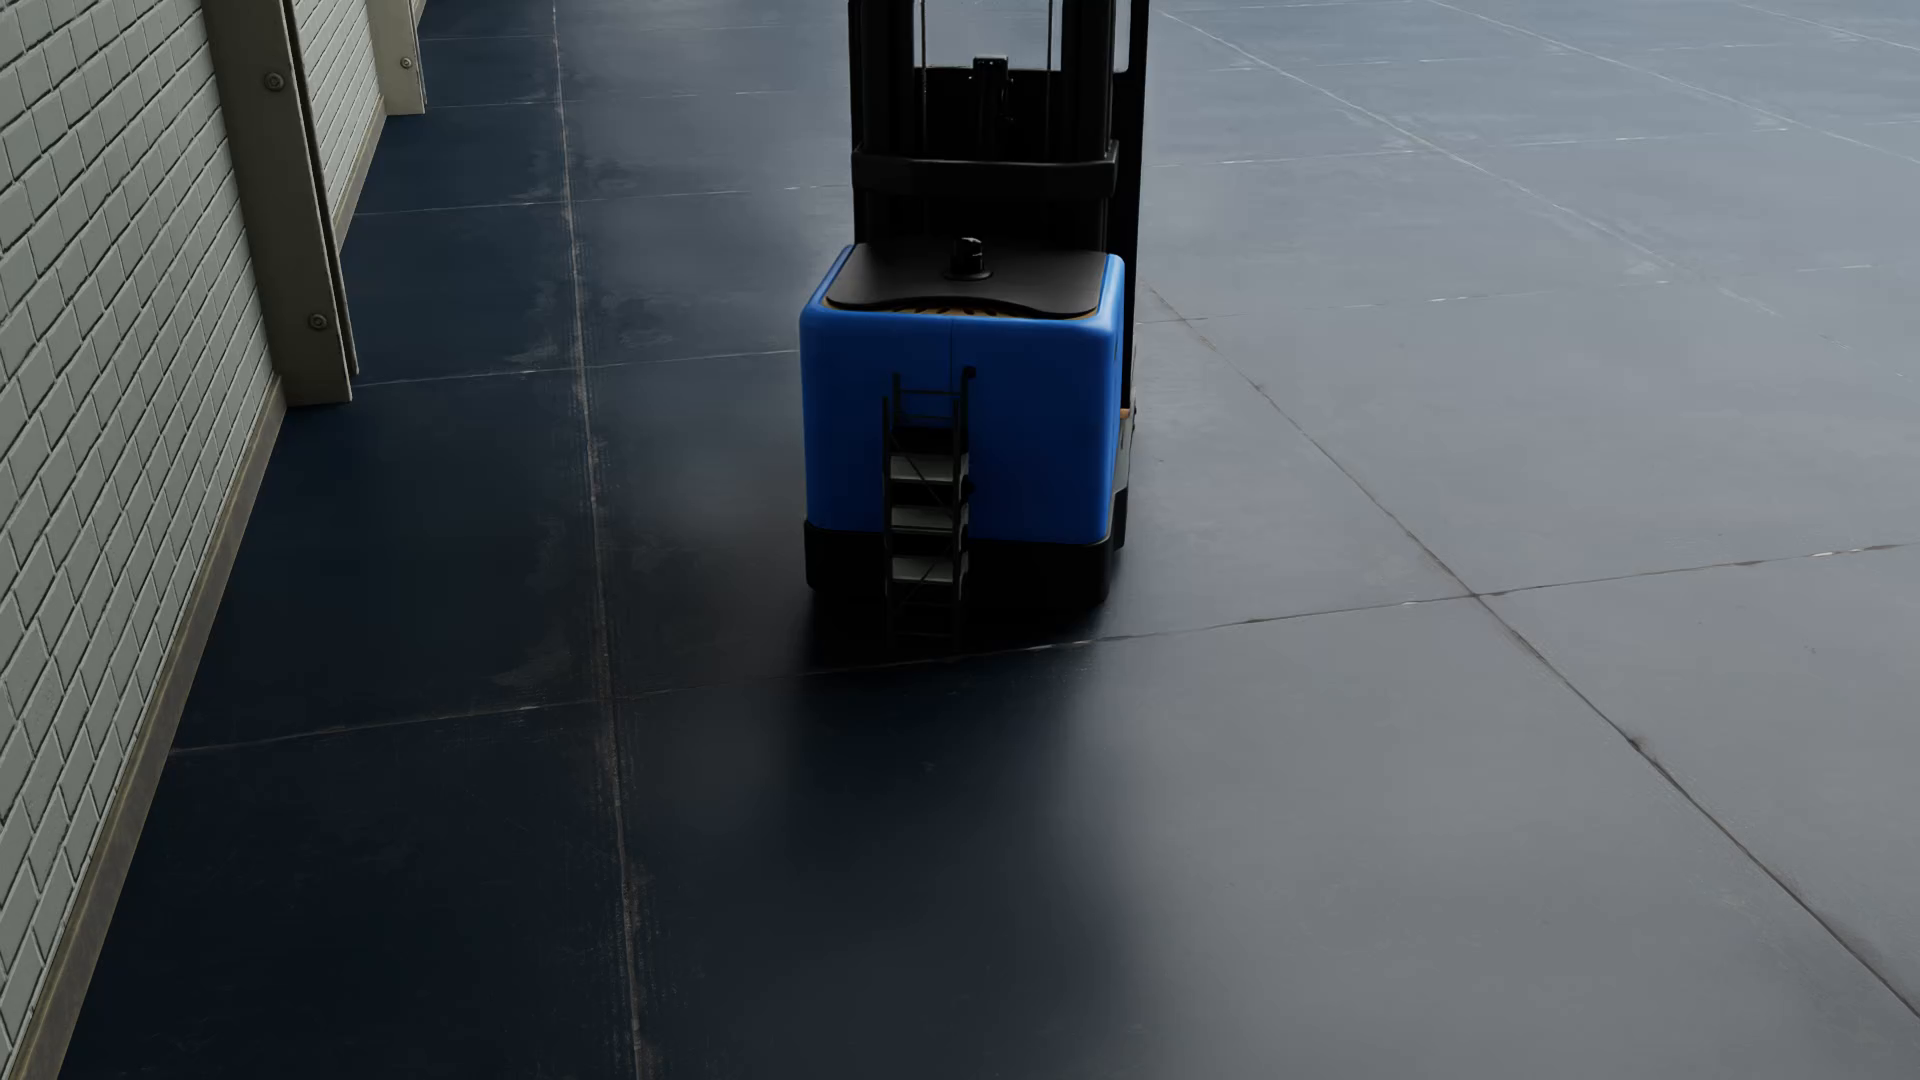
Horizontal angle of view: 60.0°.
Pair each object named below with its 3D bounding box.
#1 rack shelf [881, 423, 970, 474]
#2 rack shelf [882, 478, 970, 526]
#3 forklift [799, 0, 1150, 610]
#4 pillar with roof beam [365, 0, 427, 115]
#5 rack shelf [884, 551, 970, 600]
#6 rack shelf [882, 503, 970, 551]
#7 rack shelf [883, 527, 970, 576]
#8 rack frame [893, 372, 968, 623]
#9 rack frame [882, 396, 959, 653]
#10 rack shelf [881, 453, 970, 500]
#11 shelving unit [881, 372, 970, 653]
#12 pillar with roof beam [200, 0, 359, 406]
[{"bbox_3d":[-0.108,-0.292,5.304,0.258,0.077,0.200,3,27,7],"label":"rack shelf"},{"bbox_3d":[-0.108,-0.131,5.385,0.258,0.077,0.200,3,27,7],"label":"rack shelf"},{"bbox_3d":[0.170,-1.710,6.384,1.130,2.935,3.031,3,27,7],"label":"forklift"},{"bbox_3d":[-0.096,-7.785,11.688,9.100,9.000,0.400,-6,27,-12],"label":"pillar with roof beam"},{"bbox_3d":[-0.108,0.110,5.507,0.258,0.077,0.200,3,27,7],"label":"rack shelf"},{"bbox_3d":[-0.108,-0.051,5.426,0.258,0.077,0.200,3,27,7],"label":"rack shelf"},{"bbox_3d":[-0.108,0.029,5.467,0.258,0.077,0.200,3,27,7],"label":"rack shelf"},{"bbox_3d":[-0.095,-0.126,5.501,0.240,0.900,0.006,3,27,7],"label":"rack frame"},{"bbox_3d":[-0.122,-0.035,5.321,0.240,0.900,0.006,3,27,7],"label":"rack frame"},{"bbox_3d":[-0.108,-0.212,5.345,0.258,0.077,0.200,3,27,7],"label":"rack shelf"},{"bbox_3d":[-0.108,-0.081,5.411,0.258,0.900,0.210,3,27,7],"label":"shelving unit"},{"bbox_3d":[1.256,-5.151,6.469,9.100,9.000,0.400,-6,27,-12],"label":"pillar with roof beam"}]
